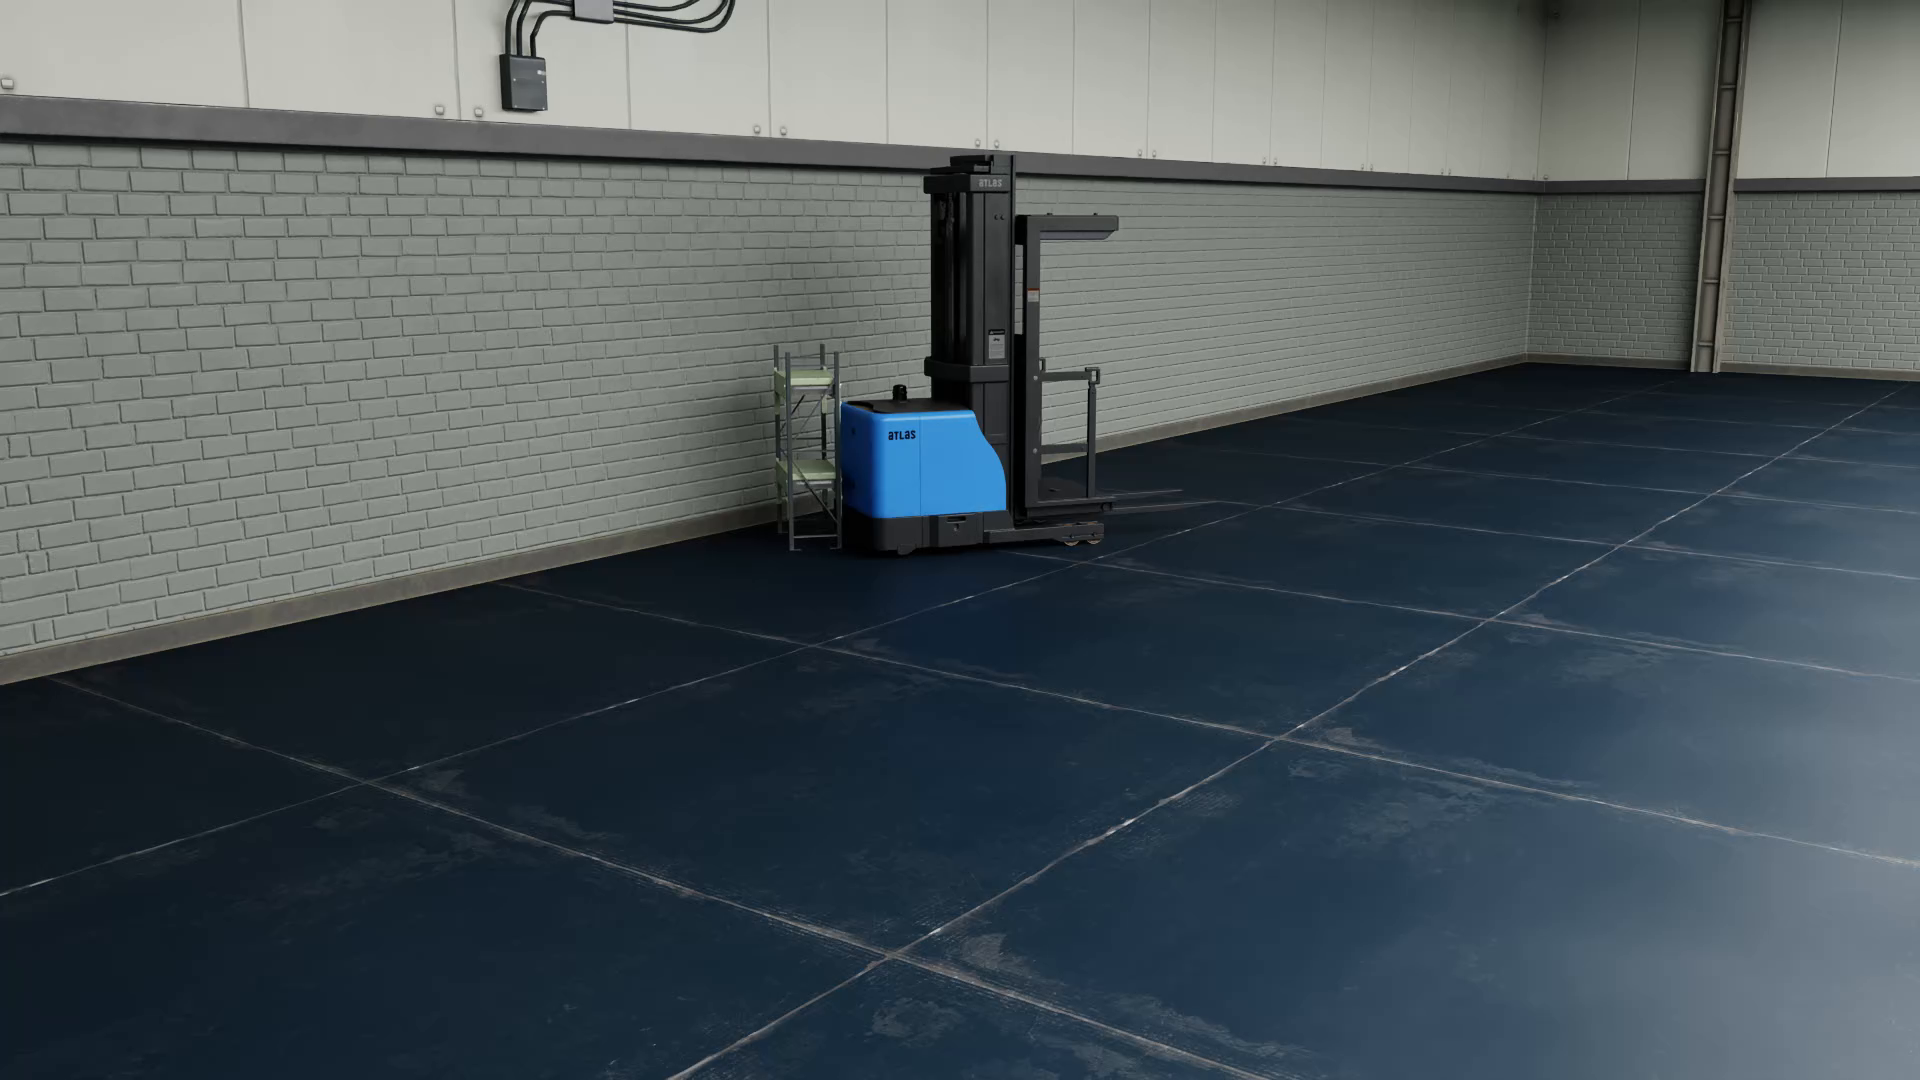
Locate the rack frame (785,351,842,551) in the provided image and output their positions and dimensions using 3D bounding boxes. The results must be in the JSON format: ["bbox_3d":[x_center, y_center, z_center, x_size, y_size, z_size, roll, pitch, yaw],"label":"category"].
[{"bbox_3d":[-1.099,-0.664,12.514,0.400,1.500,0.023,-3,11,-13],"label":"rack frame"}]

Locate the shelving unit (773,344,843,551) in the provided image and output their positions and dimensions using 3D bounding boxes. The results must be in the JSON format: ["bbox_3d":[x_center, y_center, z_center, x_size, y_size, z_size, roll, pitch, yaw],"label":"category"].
[{"bbox_3d":[-1.181,-0.732,12.864,0.431,1.500,0.755,-3,11,-13],"label":"shelving unit"}]

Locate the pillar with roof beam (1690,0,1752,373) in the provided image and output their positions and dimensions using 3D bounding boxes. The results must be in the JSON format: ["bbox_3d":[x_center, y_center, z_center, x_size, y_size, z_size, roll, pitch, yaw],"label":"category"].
[{"bbox_3d":[9.707,-6.530,23.092,0.400,9.000,9.100,8,13,36],"label":"pillar with roof beam"}]

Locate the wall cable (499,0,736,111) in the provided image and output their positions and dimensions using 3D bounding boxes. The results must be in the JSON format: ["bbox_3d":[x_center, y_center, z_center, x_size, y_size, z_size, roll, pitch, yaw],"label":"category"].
[{"bbox_3d":[-2.349,-6.022,11.511,0.169,6.003,2.305,8,13,36],"label":"wall cable"}]

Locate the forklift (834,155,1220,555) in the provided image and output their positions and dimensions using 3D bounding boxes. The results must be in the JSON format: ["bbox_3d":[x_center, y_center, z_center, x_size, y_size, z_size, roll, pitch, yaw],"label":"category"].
[{"bbox_3d":[0.577,-1.483,12.979,3.031,2.935,1.130,-4,12,-22],"label":"forklift"}]

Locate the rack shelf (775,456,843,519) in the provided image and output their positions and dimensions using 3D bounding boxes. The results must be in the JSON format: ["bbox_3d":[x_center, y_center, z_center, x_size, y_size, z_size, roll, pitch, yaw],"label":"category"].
[{"bbox_3d":[-1.181,-0.412,12.926,0.431,0.370,0.720,-3,11,-13],"label":"rack shelf"}]

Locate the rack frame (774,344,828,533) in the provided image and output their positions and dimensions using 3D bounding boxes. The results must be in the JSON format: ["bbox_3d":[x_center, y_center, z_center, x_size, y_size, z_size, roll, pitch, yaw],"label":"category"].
[{"bbox_3d":[-1.263,-0.800,13.214,0.400,1.500,0.023,-3,11,-13],"label":"rack frame"}]

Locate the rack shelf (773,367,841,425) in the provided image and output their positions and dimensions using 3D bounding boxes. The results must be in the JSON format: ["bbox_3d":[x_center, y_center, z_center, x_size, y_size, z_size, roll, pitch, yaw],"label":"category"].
[{"bbox_3d":[-1.181,-1.115,12.790,0.431,0.370,0.720,-3,11,-13],"label":"rack shelf"}]
